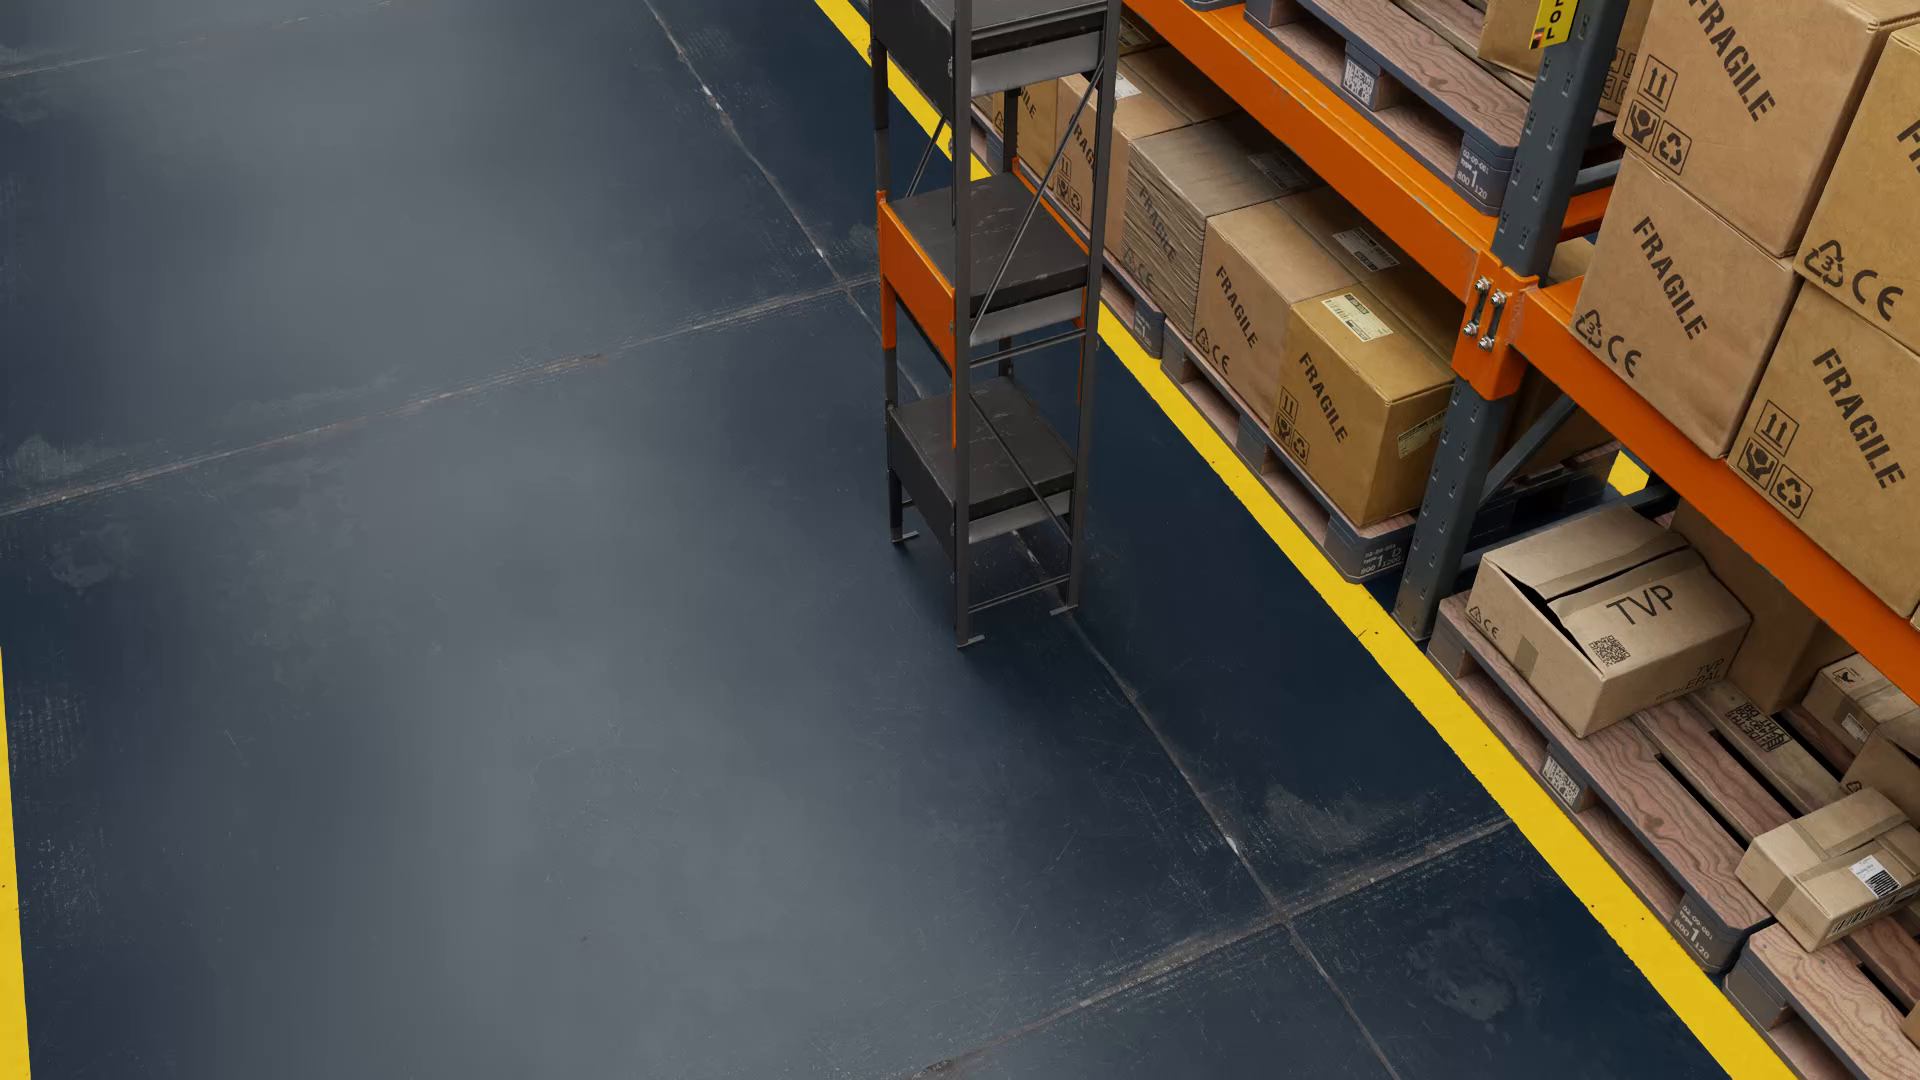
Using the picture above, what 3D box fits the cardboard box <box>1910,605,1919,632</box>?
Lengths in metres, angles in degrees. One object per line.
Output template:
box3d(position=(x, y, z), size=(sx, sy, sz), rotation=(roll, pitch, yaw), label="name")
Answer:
box3d(position=(2.172, 0.070, 2.972), size=(0.500, 0.500, 0.500), rotation=(-18, 47, -18), label="cardboard box")

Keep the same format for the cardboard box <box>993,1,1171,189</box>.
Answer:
box3d(position=(0.460, -1.733, 6.337), size=(0.500, 0.500, 0.500), rotation=(-19, 48, -18), label="cardboard box")

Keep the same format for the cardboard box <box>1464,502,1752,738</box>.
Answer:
box3d(position=(1.758, 0.188, 4.525), size=(0.500, 0.311, 0.500), rotation=(-18, 47, -17), label="cardboard box")

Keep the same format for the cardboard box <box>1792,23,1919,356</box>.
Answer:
box3d(position=(1.938, -0.624, 2.963), size=(0.500, 0.500, 0.500), rotation=(-19, 48, -19), label="cardboard box")

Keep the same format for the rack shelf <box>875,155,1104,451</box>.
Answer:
box3d(position=(0.070, -0.632, 4.415), size=(0.431, 0.518, 0.480), rotation=(-18, 47, -17), label="rack shelf")

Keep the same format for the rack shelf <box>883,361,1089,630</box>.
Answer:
box3d(position=(0.070, -0.134, 4.907), size=(0.431, 0.518, 0.480), rotation=(-18, 47, -17), label="rack shelf")

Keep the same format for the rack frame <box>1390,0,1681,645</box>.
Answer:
box3d(position=(1.778, -0.944, 4.071), size=(1.000, 3.000, 0.127), rotation=(-18, 47, -17), label="rack frame")

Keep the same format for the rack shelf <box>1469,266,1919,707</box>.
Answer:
box3d(position=(2.619, 0.586, 3.032), size=(1.077, 0.370, 4.000), rotation=(-18, 47, -17), label="rack shelf")

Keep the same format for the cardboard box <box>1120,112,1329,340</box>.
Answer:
box3d(position=(0.900, -1.078, 5.673), size=(0.500, 0.500, 0.500), rotation=(-17, 47, -17), label="cardboard box")

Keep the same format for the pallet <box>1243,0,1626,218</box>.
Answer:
box3d(position=(1.541, -1.417, 4.687), size=(1.003, 0.211, 1.213), rotation=(-18, 47, -17), label="pallet")

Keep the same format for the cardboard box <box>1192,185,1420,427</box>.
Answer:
box3d(position=(1.110, -0.758, 5.349), size=(0.500, 0.500, 0.500), rotation=(-18, 47, -17), label="cardboard box")

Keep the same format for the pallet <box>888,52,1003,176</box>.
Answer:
box3d(position=(0.376, -2.014, 7.141), size=(1.003, 0.211, 1.213), rotation=(-18, 47, -17), label="pallet")

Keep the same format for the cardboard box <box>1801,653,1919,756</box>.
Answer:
box3d(position=(2.487, 0.415, 4.411), size=(0.380, 0.149, 0.250), rotation=(-18, 47, -17), label="cardboard box")

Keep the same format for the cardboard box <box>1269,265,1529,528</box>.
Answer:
box3d(position=(1.310, -0.441, 5.028), size=(0.500, 0.500, 0.500), rotation=(-18, 47, -18), label="cardboard box")

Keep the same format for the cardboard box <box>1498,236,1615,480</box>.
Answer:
box3d(position=(1.796, -0.591, 5.180), size=(0.500, 0.500, 0.500), rotation=(-20, 48, -19), label="cardboard box")

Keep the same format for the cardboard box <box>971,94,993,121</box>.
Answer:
box3d(position=(0.253, -2.054, 6.662), size=(0.500, 0.500, 0.500), rotation=(-20, 48, -19), label="cardboard box")

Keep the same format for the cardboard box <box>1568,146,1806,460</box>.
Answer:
box3d(position=(1.745, -0.575, 3.625), size=(0.500, 0.500, 0.500), rotation=(-17, 47, -16), label="cardboard box")

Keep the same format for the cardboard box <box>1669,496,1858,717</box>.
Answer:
box3d(position=(2.275, 0.068, 4.512), size=(0.500, 0.500, 0.500), rotation=(-18, 47, -17), label="cardboard box")

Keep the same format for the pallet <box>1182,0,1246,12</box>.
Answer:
box3d(position=(0.918, -2.187, 5.467), size=(1.003, 0.211, 1.213), rotation=(-18, 47, -17), label="pallet")

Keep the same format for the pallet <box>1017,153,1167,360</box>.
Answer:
box3d(position=(0.885, -1.237, 6.354), size=(1.003, 0.211, 1.213), rotation=(-18, 47, -17), label="pallet")

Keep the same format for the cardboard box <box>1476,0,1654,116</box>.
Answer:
box3d(position=(1.782, -1.497, 4.262), size=(0.700, 0.500, 0.500), rotation=(-34, 54, -30), label="cardboard box")

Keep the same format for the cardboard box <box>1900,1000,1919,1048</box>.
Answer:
box3d(position=(2.573, 0.984, 3.582), size=(0.797, 0.503, 0.637), rotation=(-18, 47, -17), label="cardboard box")

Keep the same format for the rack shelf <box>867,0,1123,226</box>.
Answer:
box3d(position=(0.070, -1.130, 3.924), size=(0.431, 0.518, 0.480), rotation=(-18, 47, -17), label="rack shelf")

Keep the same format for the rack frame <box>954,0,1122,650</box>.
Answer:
box3d(position=(0.172, -0.486, 4.248), size=(0.400, 2.100, 0.015), rotation=(-18, 47, -17), label="rack frame")

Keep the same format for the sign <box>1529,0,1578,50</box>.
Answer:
box3d(position=(1.276, -1.190, 3.496), size=(0.100, 0.325, 0.005), rotation=(-18, 47, -17), label="sign")

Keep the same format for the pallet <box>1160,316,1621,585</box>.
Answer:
box3d(position=(1.402, -0.459, 5.565), size=(1.003, 0.211, 1.213), rotation=(-18, 47, -17), label="pallet")

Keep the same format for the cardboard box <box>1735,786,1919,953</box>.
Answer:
box3d(position=(2.131, 0.787, 4.020), size=(0.380, 0.166, 0.250), rotation=(-18, 47, -17), label="cardboard box")

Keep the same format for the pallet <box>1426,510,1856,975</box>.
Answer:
box3d(position=(2.066, 0.486, 4.607), size=(1.003, 0.211, 1.213), rotation=(-18, 47, -17), label="pallet")

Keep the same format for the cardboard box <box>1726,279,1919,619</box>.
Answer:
box3d(position=(1.963, -0.249, 3.296), size=(0.500, 0.500, 0.500), rotation=(-17, 47, -17), label="cardboard box")

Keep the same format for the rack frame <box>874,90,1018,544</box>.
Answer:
box3d(position=(-0.033, -0.797, 4.563), size=(0.400, 2.100, 0.015), rotation=(-18, 47, -17), label="rack frame")

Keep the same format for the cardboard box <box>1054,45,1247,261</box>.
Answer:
box3d(position=(0.684, -1.401, 6.001), size=(0.500, 0.500, 0.500), rotation=(-20, 48, -19), label="cardboard box")

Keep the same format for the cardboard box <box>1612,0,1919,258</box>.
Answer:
box3d(position=(1.721, -0.952, 3.296), size=(0.500, 0.500, 0.500), rotation=(-17, 47, -16), label="cardboard box")

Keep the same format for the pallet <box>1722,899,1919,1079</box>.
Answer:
box3d(position=(2.583, 1.265, 3.818), size=(1.003, 0.211, 1.213), rotation=(-18, 47, -17), label="pallet")

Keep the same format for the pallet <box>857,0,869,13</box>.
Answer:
box3d(position=(-0.215, -3.037, 8.177), size=(1.003, 0.211, 1.213), rotation=(-18, 47, -17), label="pallet")

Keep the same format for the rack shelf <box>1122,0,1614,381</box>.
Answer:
box3d(position=(0.937, -1.963, 5.616), size=(1.077, 0.370, 4.000), rotation=(-18, 47, -17), label="rack shelf")

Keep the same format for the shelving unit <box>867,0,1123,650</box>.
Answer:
box3d(position=(0.070, -0.642, 4.406), size=(0.431, 2.100, 0.503), rotation=(-18, 47, -17), label="shelving unit")

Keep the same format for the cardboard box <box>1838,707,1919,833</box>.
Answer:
box3d(position=(2.590, 0.614, 4.094), size=(0.500, 0.311, 0.500), rotation=(-18, 47, -17), label="cardboard box")
